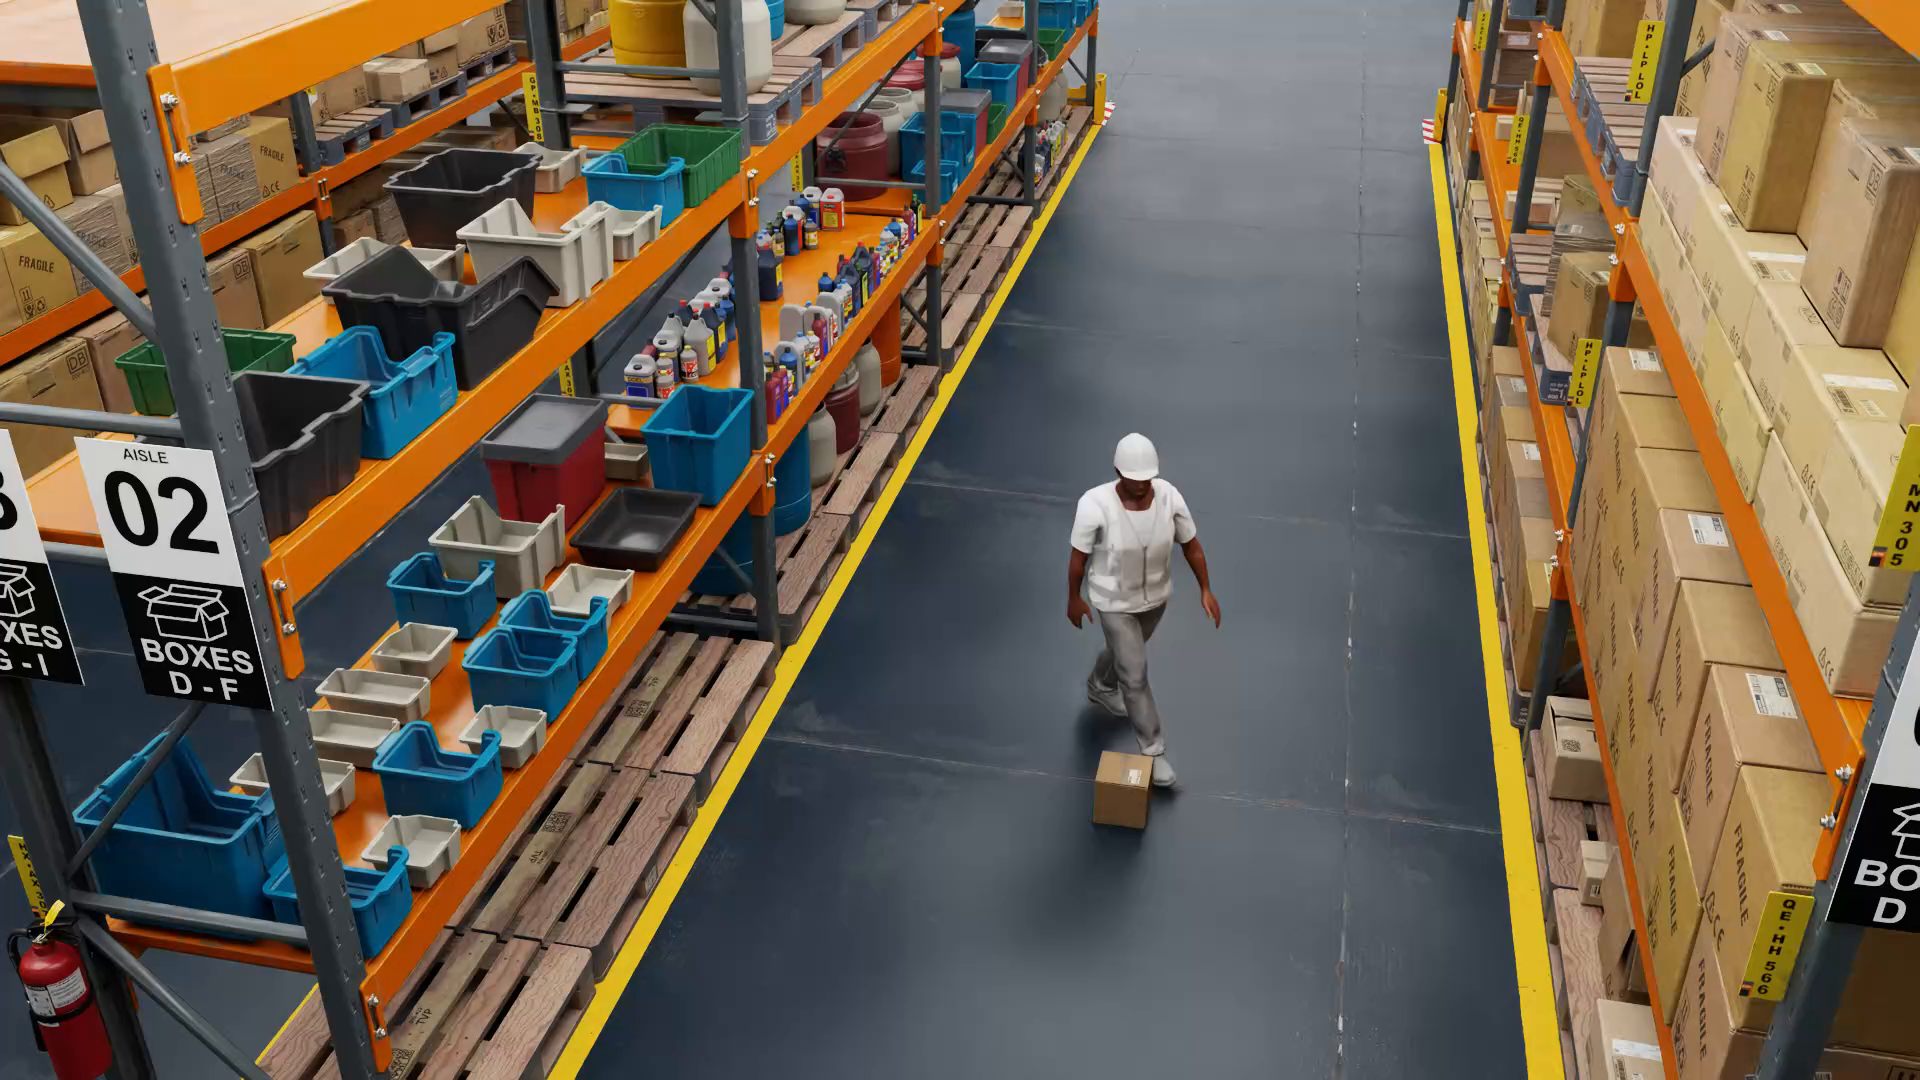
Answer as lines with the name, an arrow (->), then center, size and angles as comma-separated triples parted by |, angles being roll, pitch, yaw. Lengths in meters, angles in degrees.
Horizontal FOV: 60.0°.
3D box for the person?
person -> 0.902, 0.282, 8.079 | 0.666, 1.742, 0.908 | -13, 31, -22
